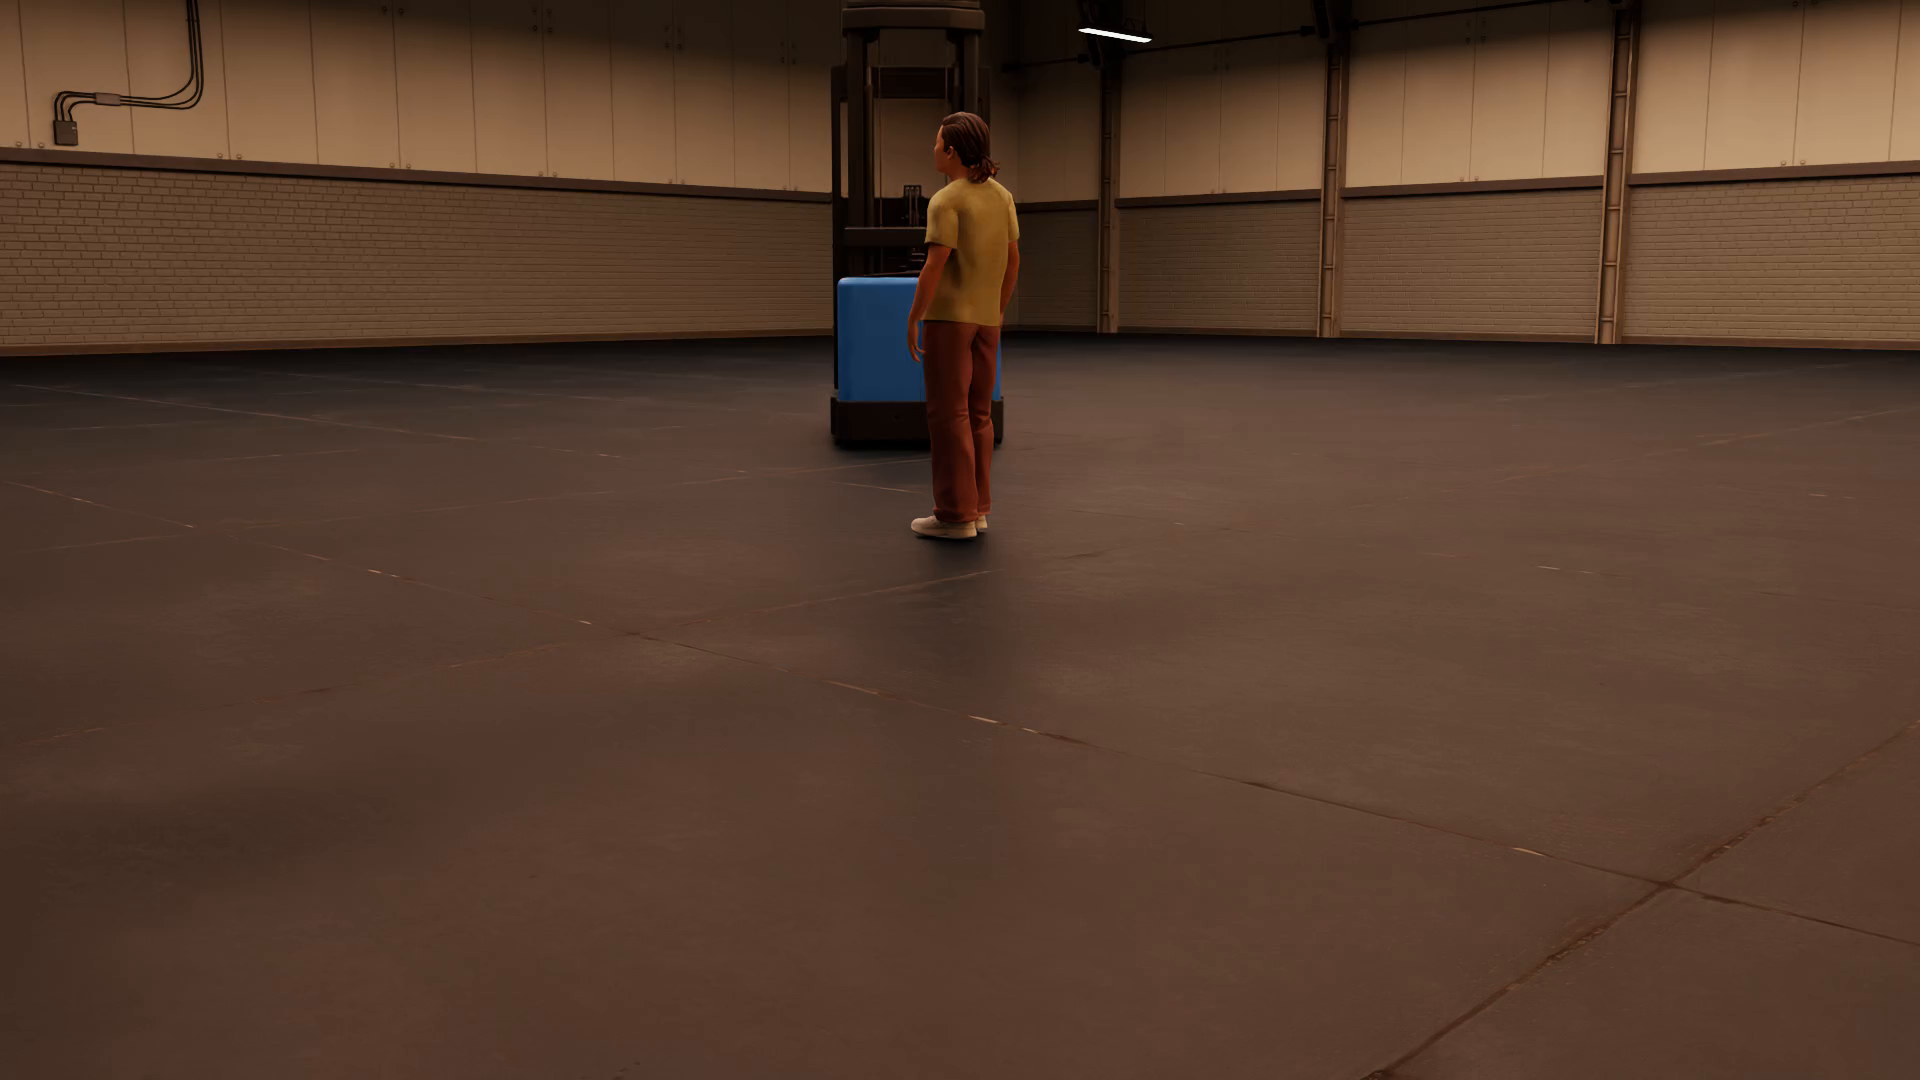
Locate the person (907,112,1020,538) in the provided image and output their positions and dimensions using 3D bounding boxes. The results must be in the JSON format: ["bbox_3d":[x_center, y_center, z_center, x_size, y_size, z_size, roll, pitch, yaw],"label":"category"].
[{"bbox_3d":[-0.045,-0.845,6.651,0.548,1.673,0.553,8,12,43],"label":"person"}]

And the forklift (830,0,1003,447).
[{"bbox_3d":[-0.353,-2.228,11.671,1.130,2.935,3.031,-1,9,-4],"label":"forklift"}]
